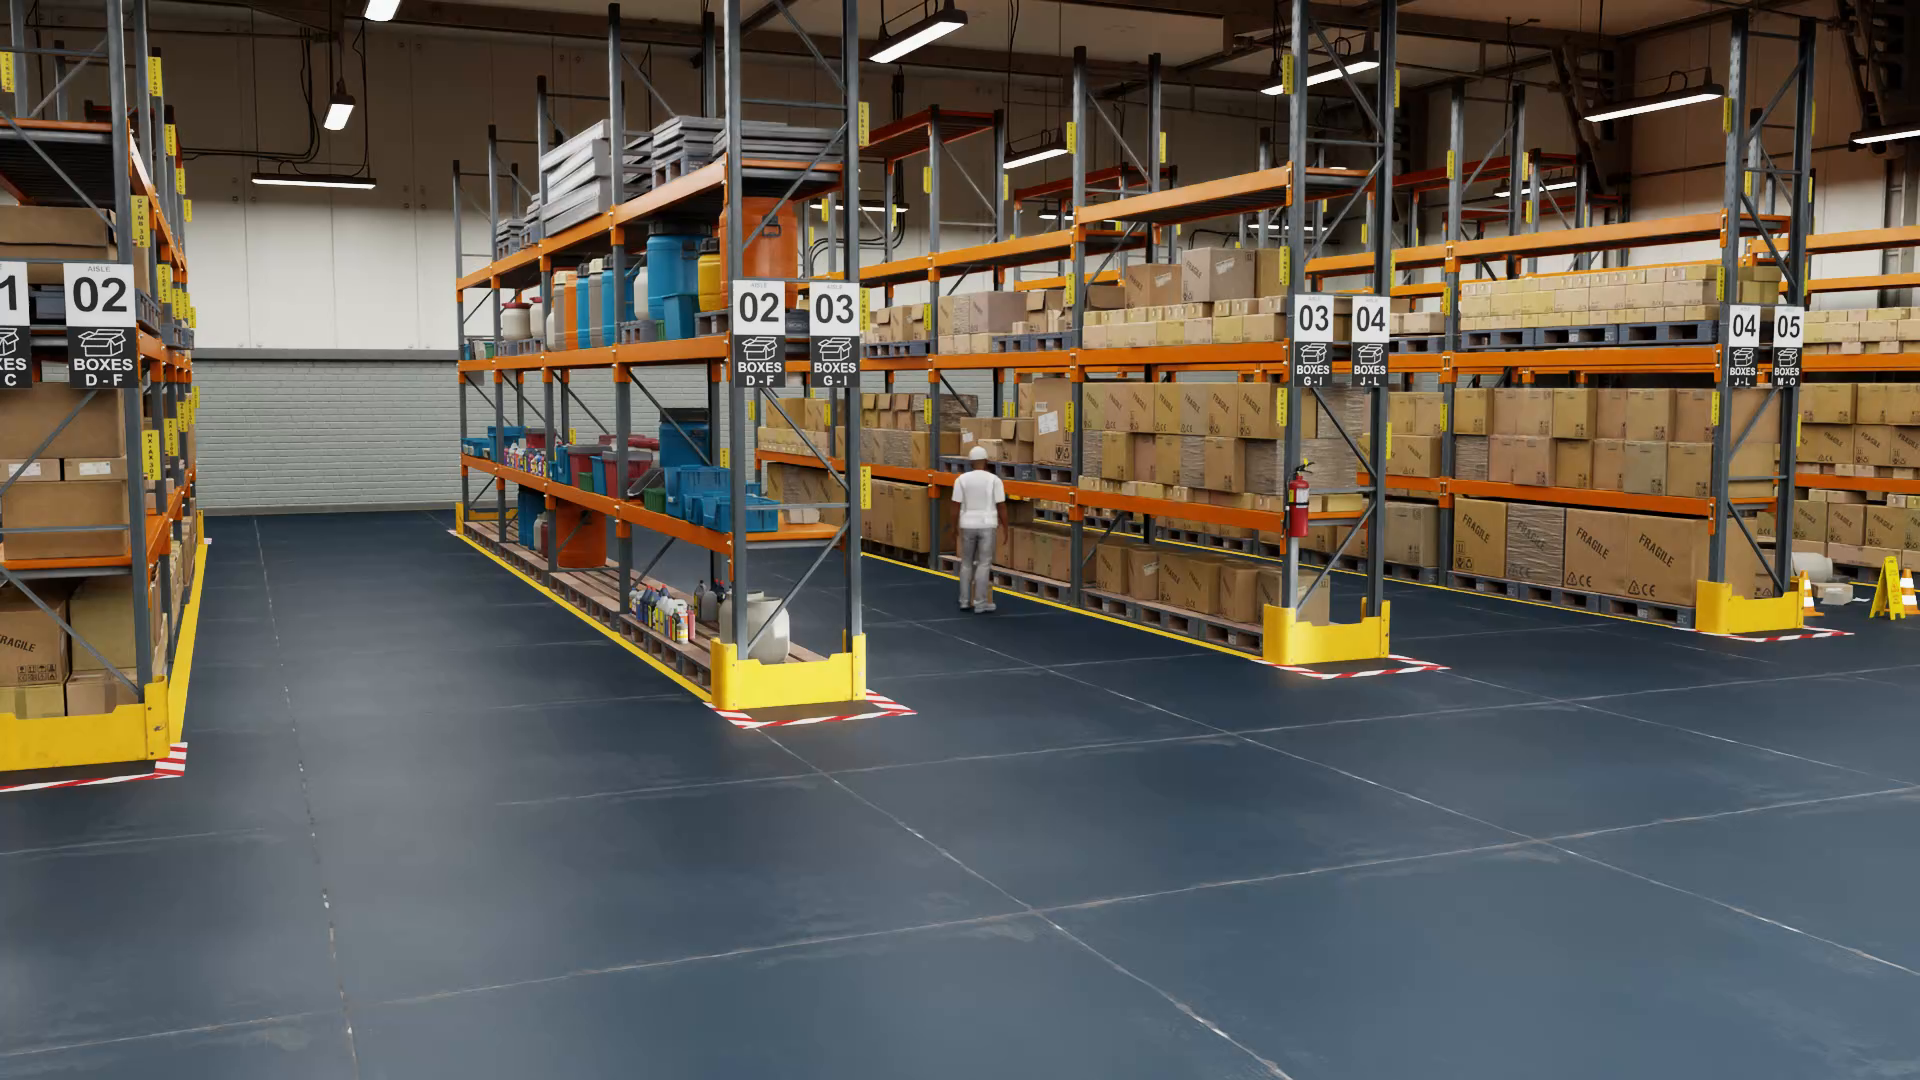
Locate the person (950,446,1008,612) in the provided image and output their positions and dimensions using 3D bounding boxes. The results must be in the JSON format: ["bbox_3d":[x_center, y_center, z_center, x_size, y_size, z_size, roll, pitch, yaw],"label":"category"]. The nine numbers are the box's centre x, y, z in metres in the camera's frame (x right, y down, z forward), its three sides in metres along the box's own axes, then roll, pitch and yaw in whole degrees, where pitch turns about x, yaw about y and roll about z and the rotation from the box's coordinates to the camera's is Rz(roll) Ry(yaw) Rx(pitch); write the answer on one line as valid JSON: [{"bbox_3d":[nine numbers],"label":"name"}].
[{"bbox_3d":[0.229,-0.127,17.909,0.610,1.766,0.545,1,6,15],"label":"person"}]
